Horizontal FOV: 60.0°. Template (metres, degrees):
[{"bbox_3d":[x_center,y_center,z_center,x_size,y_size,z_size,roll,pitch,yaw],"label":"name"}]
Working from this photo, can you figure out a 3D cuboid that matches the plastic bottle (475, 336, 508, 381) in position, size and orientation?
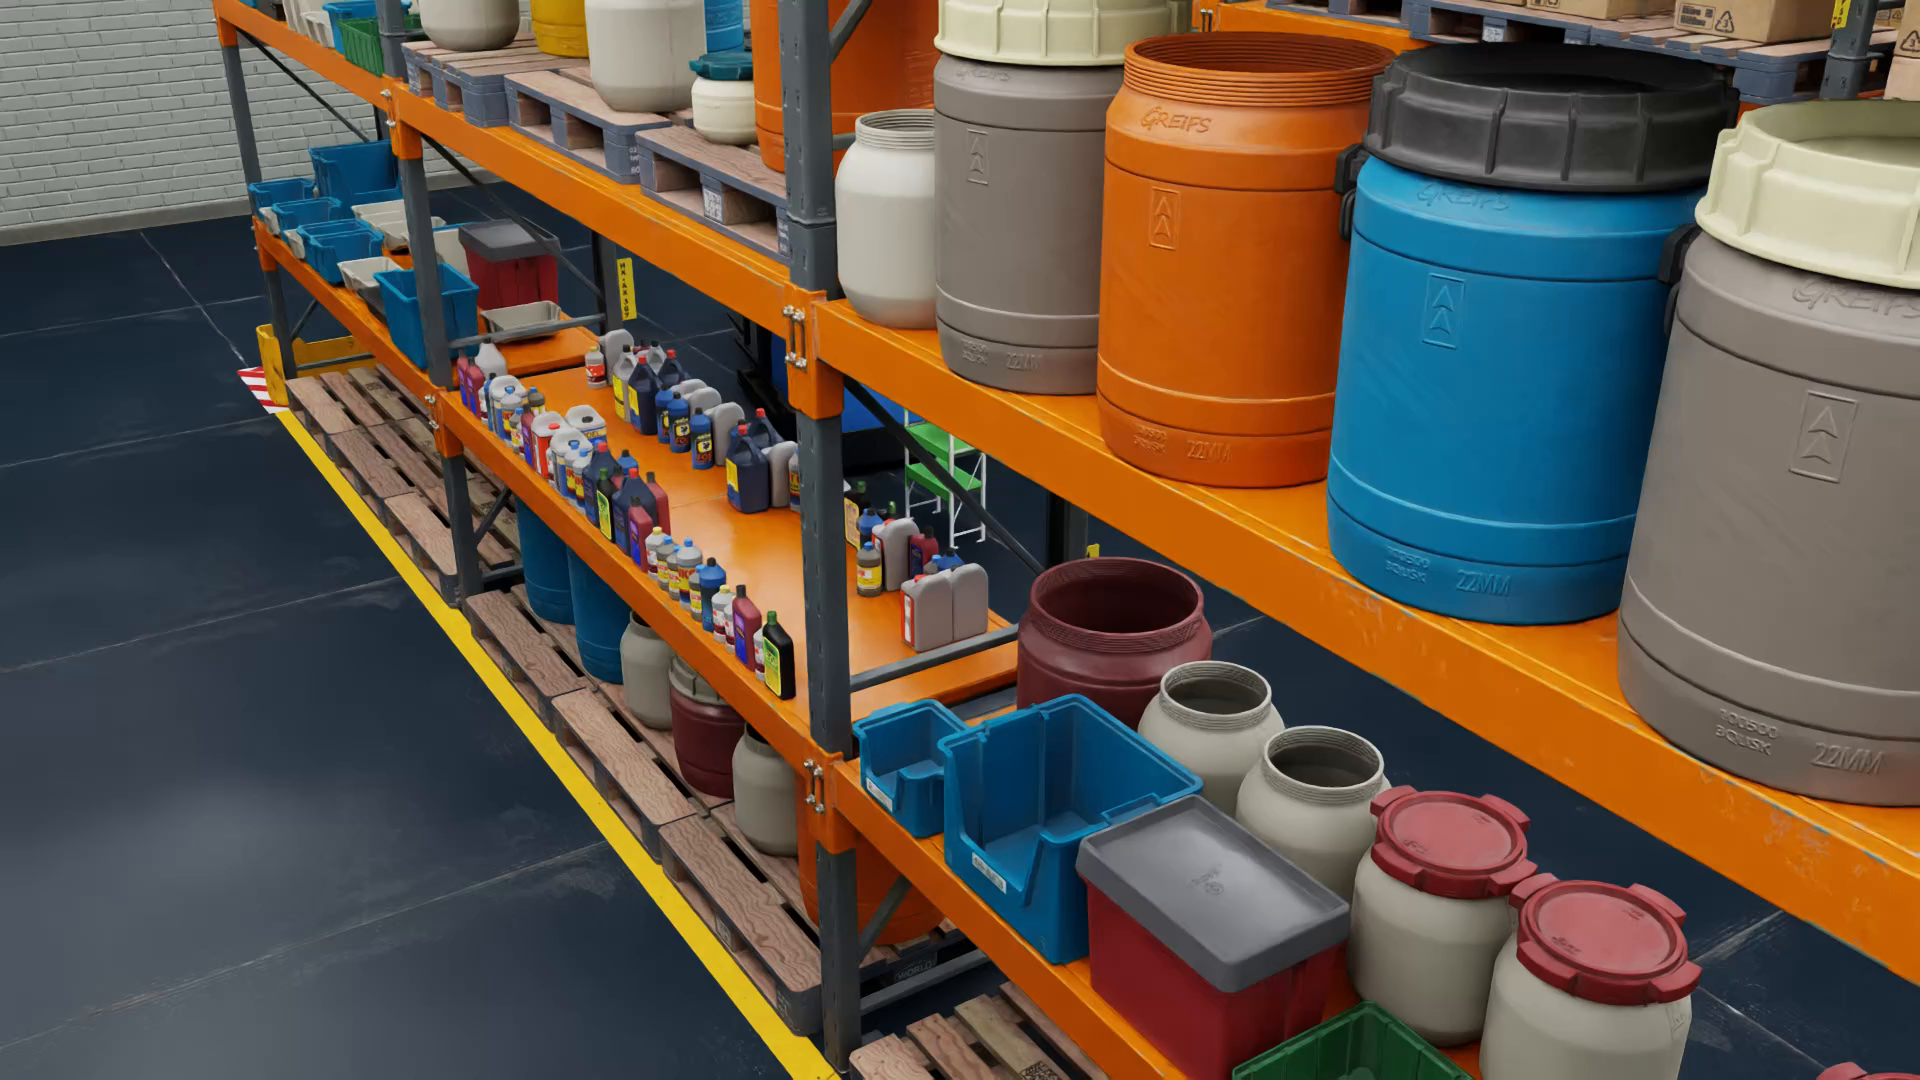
[{"bbox_3d":[-2.269,-0.817,8.025,0.144,0.351,0.185,-16,29,-30],"label":"plastic bottle"}]

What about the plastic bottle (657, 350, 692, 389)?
[{"bbox_3d":[-1.335,-0.714,7.807,0.144,0.351,0.185,-16,29,-30],"label":"plastic bottle"}]

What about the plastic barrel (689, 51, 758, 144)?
[{"bbox_3d":[-0.736,-1.458,5.481,0.301,0.262,0.301,0,25,0],"label":"plastic barrel"}]

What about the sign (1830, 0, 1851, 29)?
[{"bbox_3d":[3.652,-2.279,6.851,0.100,0.325,0.005,-16,29,-30],"label":"sign"}]

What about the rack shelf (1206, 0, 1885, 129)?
[{"bbox_3d":[3.030,-2.525,8.915,1.077,0.370,4.000,-16,29,-30],"label":"rack shelf"}]

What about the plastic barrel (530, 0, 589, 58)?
[{"bbox_3d":[-1.543,-2.408,7.110,0.600,0.588,0.600,0,25,0],"label":"plastic barrel"}]

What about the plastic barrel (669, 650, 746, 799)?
[{"bbox_3d":[-0.926,0.701,7.084,0.600,0.588,0.708,-16,29,-30],"label":"plastic barrel"}]

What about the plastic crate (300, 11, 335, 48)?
[{"bbox_3d":[-3.225,-2.659,8.663,0.293,0.136,0.466,-16,29,-30],"label":"plastic crate"}]

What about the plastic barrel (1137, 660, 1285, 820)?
[{"bbox_3d":[0.713,0.643,4.743,0.421,0.512,0.421,0,25,0],"label":"plastic barrel"}]

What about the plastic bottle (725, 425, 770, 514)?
[{"bbox_3d":[-0.888,-0.303,6.936,0.144,0.351,0.185,-16,29,-30],"label":"plastic bottle"}]

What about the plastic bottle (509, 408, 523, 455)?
[{"bbox_3d":[-1.985,-0.498,7.523,0.097,0.201,0.097,0,25,0],"label":"plastic bottle"}]

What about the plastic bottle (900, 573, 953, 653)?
[{"bbox_3d":[-0.121,0.237,5.880,0.152,0.276,0.135,-16,29,-30],"label":"plastic bottle"}]

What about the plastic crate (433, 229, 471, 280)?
[{"bbox_3d":[-2.891,-1.618,9.732,0.437,0.282,0.530,-16,29,-30],"label":"plastic crate"}]

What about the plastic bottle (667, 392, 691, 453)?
[{"bbox_3d":[-1.272,-0.537,7.524,0.097,0.271,0.097,0,25,0],"label":"plastic bottle"}]

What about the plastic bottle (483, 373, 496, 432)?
[{"bbox_3d":[-2.165,-0.647,7.758,0.097,0.271,0.097,0,25,0],"label":"plastic bottle"}]

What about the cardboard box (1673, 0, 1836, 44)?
[{"bbox_3d":[3.729,-2.573,7.561,0.797,0.503,0.637,-14,29,-27],"label":"cardboard box"}]

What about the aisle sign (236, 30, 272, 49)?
[{"bbox_3d":[-4.683,-3.618,10.855,0.394,0.787,0.004,-16,29,-30],"label":"aisle sign"}]

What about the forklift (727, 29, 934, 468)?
[{"bbox_3d":[-0.960,-2.373,11.343,1.130,2.935,3.031,-9,27,-19],"label":"forklift"}]

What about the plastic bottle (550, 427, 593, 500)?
[{"bbox_3d":[-1.646,-0.331,7.082,0.152,0.276,0.135,-16,29,-30],"label":"plastic bottle"}]

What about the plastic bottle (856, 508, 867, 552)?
[{"bbox_3d":[-0.359,-0.026,6.524,0.097,0.201,0.097,0,25,0],"label":"plastic bottle"}]

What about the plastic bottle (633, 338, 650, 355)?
[{"bbox_3d":[-1.561,-0.865,8.205,0.061,0.283,0.133,-16,29,-30],"label":"plastic bottle"}]

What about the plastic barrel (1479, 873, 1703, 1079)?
[{"bbox_3d":[1.417,1.089,3.770,0.433,0.535,0.433,0,25,0],"label":"plastic barrel"}]

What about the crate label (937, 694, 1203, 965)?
[{"bbox_3d":[0.288,0.778,4.547,0.502,0.435,0.616,-16,29,-30],"label":"crate label"}]

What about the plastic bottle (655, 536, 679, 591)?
[{"bbox_3d":[-1.099,0.083,6.293,0.097,0.201,0.097,0,25,0],"label":"plastic bottle"}]

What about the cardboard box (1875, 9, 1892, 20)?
[{"bbox_3d":[9.196,-5.484,16.565,0.500,0.500,0.500,-15,29,-29],"label":"cardboard box"}]

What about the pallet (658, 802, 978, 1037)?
[{"bbox_3d":[-0.493,1.364,6.613,1.003,0.211,1.213,-16,29,-30],"label":"pallet"}]

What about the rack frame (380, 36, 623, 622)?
[{"bbox_3d":[-2.212,-1.055,8.472,1.000,3.000,0.127,-16,29,-30],"label":"rack frame"}]

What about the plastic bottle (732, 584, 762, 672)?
[{"bbox_3d":[-0.732,0.300,5.737,0.061,0.283,0.133,-16,29,-30],"label":"plastic bottle"}]

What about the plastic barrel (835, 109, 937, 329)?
[{"bbox_3d":[-0.115,-0.849,4.390,0.421,0.512,0.421,0,25,0],"label":"plastic barrel"}]

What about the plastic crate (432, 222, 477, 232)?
[{"bbox_3d":[-3.059,-1.763,10.096,0.416,0.233,0.300,-16,29,-30],"label":"plastic crate"}]

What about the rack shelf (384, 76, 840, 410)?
[{"bbox_3d":[-1.120,-1.371,6.470,1.077,0.370,4.000,-16,29,-30],"label":"rack shelf"}]

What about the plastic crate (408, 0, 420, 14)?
[{"bbox_3d":[-3.059,-3.042,9.475,0.437,0.136,0.530,-16,29,-30],"label":"plastic crate"}]

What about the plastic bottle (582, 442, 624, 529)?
[{"bbox_3d":[-1.456,-0.237,6.796,0.144,0.351,0.185,-16,29,-30],"label":"plastic bottle"}]

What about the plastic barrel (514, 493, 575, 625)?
[{"bbox_3d":[-1.929,-0.098,8.409,0.600,0.901,0.708,-16,29,-30],"label":"plastic barrel"}]

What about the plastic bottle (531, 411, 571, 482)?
[{"bbox_3d":[-1.773,-0.414,7.258,0.152,0.276,0.135,-16,29,-30],"label":"plastic bottle"}]

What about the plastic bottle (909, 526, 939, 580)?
[{"bbox_3d":[-0.135,0.070,6.225,0.061,0.283,0.133,-16,29,-30],"label":"plastic bottle"}]

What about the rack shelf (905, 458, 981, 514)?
[{"bbox_3d":[-0.090,-0.327,9.749,0.258,0.148,0.480,-16,29,-30],"label":"rack shelf"}]

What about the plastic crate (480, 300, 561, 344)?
[{"bbox_3d":[-2.346,-1.163,8.938,0.396,0.136,0.243,-16,29,-30],"label":"plastic crate"}]

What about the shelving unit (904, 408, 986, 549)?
[{"bbox_3d":[-0.090,-0.602,9.619,0.258,1.200,0.503,-16,29,-30],"label":"shelving unit"}]

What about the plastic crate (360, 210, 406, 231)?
[{"bbox_3d":[-3.652,-2.037,10.791,0.396,0.136,0.243,-16,29,-30],"label":"plastic crate"}]

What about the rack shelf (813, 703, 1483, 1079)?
[{"bbox_3d":[1.064,1.416,4.079,1.077,0.370,4.000,-16,29,-30],"label":"rack shelf"}]

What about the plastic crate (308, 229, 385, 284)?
[{"bbox_3d":[-3.654,-1.694,9.951,0.416,0.233,0.300,-16,29,-30],"label":"plastic crate"}]

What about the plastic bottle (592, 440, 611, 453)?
[{"bbox_3d":[-1.552,-0.333,7.174,0.097,0.201,0.097,0,25,0],"label":"plastic bottle"}]

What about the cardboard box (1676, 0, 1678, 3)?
[{"bbox_3d":[5.666,-4.066,13.213,0.500,0.500,0.500,-17,30,-31],"label":"cardboard box"}]

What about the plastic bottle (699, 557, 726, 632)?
[{"bbox_3d":[-0.886,0.191,5.983,0.097,0.271,0.097,0,25,0],"label":"plastic bottle"}]

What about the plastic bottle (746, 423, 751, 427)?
[{"bbox_3d":[-0.886,-0.423,7.268,0.061,0.283,0.133,-16,29,-30],"label":"plastic bottle"}]

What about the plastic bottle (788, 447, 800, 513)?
[{"bbox_3d":[-0.664,-0.257,6.932,0.097,0.271,0.097,0,25,0],"label":"plastic bottle"}]

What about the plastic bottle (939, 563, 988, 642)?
[{"bbox_3d":[0.007,0.201,5.955,0.152,0.276,0.135,-16,29,-30],"label":"plastic bottle"}]

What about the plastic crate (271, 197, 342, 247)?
[{"bbox_3d":[-4.177,-2.037,10.677,0.416,0.233,0.300,-16,29,-30],"label":"plastic crate"}]

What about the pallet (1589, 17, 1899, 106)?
[{"bbox_3d":[3.726,-2.268,7.748,1.213,0.211,1.003,-14,29,-27],"label":"pallet"}]

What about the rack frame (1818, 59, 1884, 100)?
[{"bbox_3d":[4.122,-0.779,7.886,1.000,3.000,0.127,-16,29,-30],"label":"rack frame"}]

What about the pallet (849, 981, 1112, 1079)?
[{"bbox_3d":[0.362,1.923,5.430,1.003,0.211,1.213,-16,29,-30],"label":"pallet"}]

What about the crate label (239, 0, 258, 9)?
[{"bbox_3d":[-4.162,-3.370,10.035,0.408,0.251,0.502,-16,29,-30],"label":"crate label"}]

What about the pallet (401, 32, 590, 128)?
[{"bbox_3d":[-1.702,-2.069,7.326,1.213,0.211,1.003,-16,29,-30],"label":"pallet"}]

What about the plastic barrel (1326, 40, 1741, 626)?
[{"bbox_3d":[0.982,-0.376,2.932,0.600,0.901,0.708,-16,29,-30],"label":"plastic barrel"}]

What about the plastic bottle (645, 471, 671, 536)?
[{"bbox_3d":[-1.210,-0.126,6.639,0.061,0.283,0.133,-16,29,-30],"label":"plastic bottle"}]

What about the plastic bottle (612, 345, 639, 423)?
[{"bbox_3d":[-1.556,-0.747,7.876,0.144,0.351,0.185,-16,29,-30],"label":"plastic bottle"}]

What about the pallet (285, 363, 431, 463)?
[{"bbox_3d":[-3.977,-0.921,11.454,1.003,0.211,1.213,-16,29,-30],"label":"pallet"}]

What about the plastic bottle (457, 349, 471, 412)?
[{"bbox_3d":[-2.369,-0.772,8.008,0.061,0.283,0.133,-16,29,-30],"label":"plastic bottle"}]
